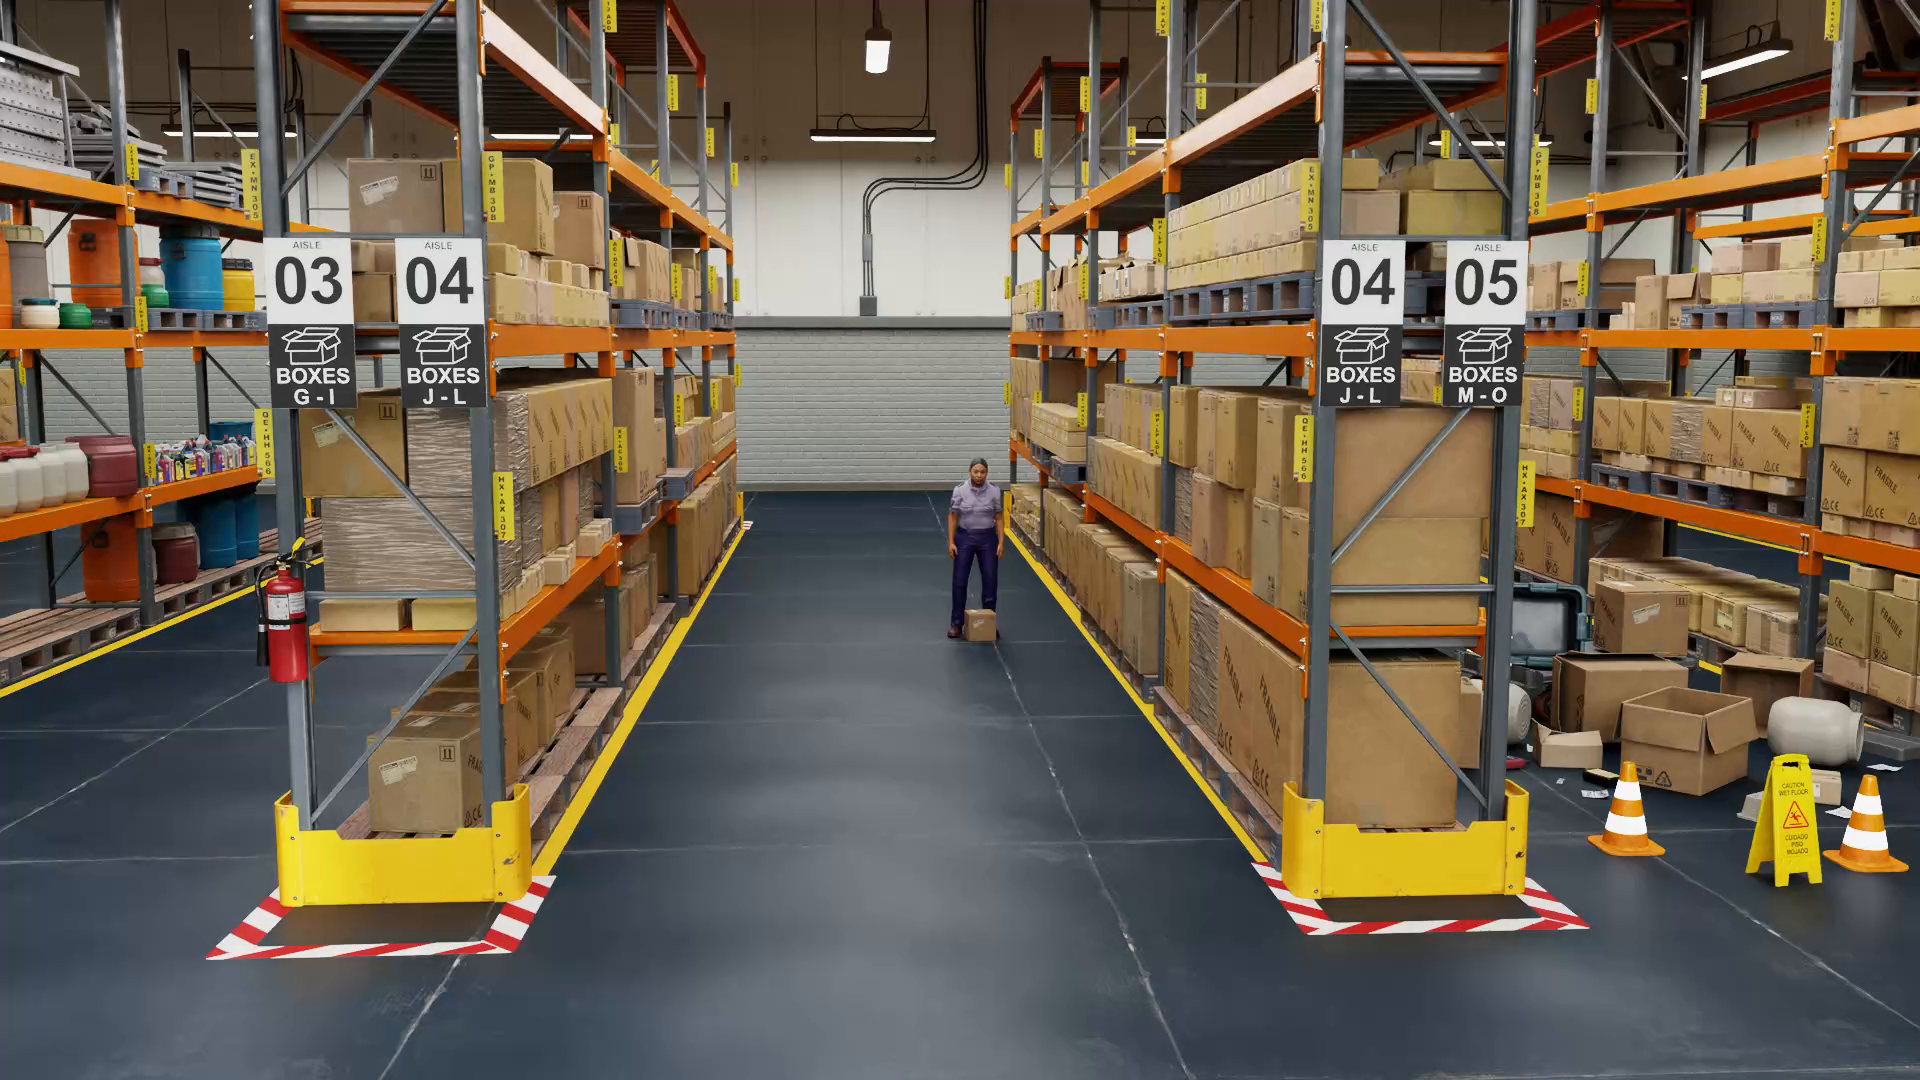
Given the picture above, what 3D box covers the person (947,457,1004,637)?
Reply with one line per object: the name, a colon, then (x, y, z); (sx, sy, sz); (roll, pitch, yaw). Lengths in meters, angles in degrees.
person: (0.138, 0.055, 15.330); (0.530, 1.652, 0.376); (0, 7, -4)
